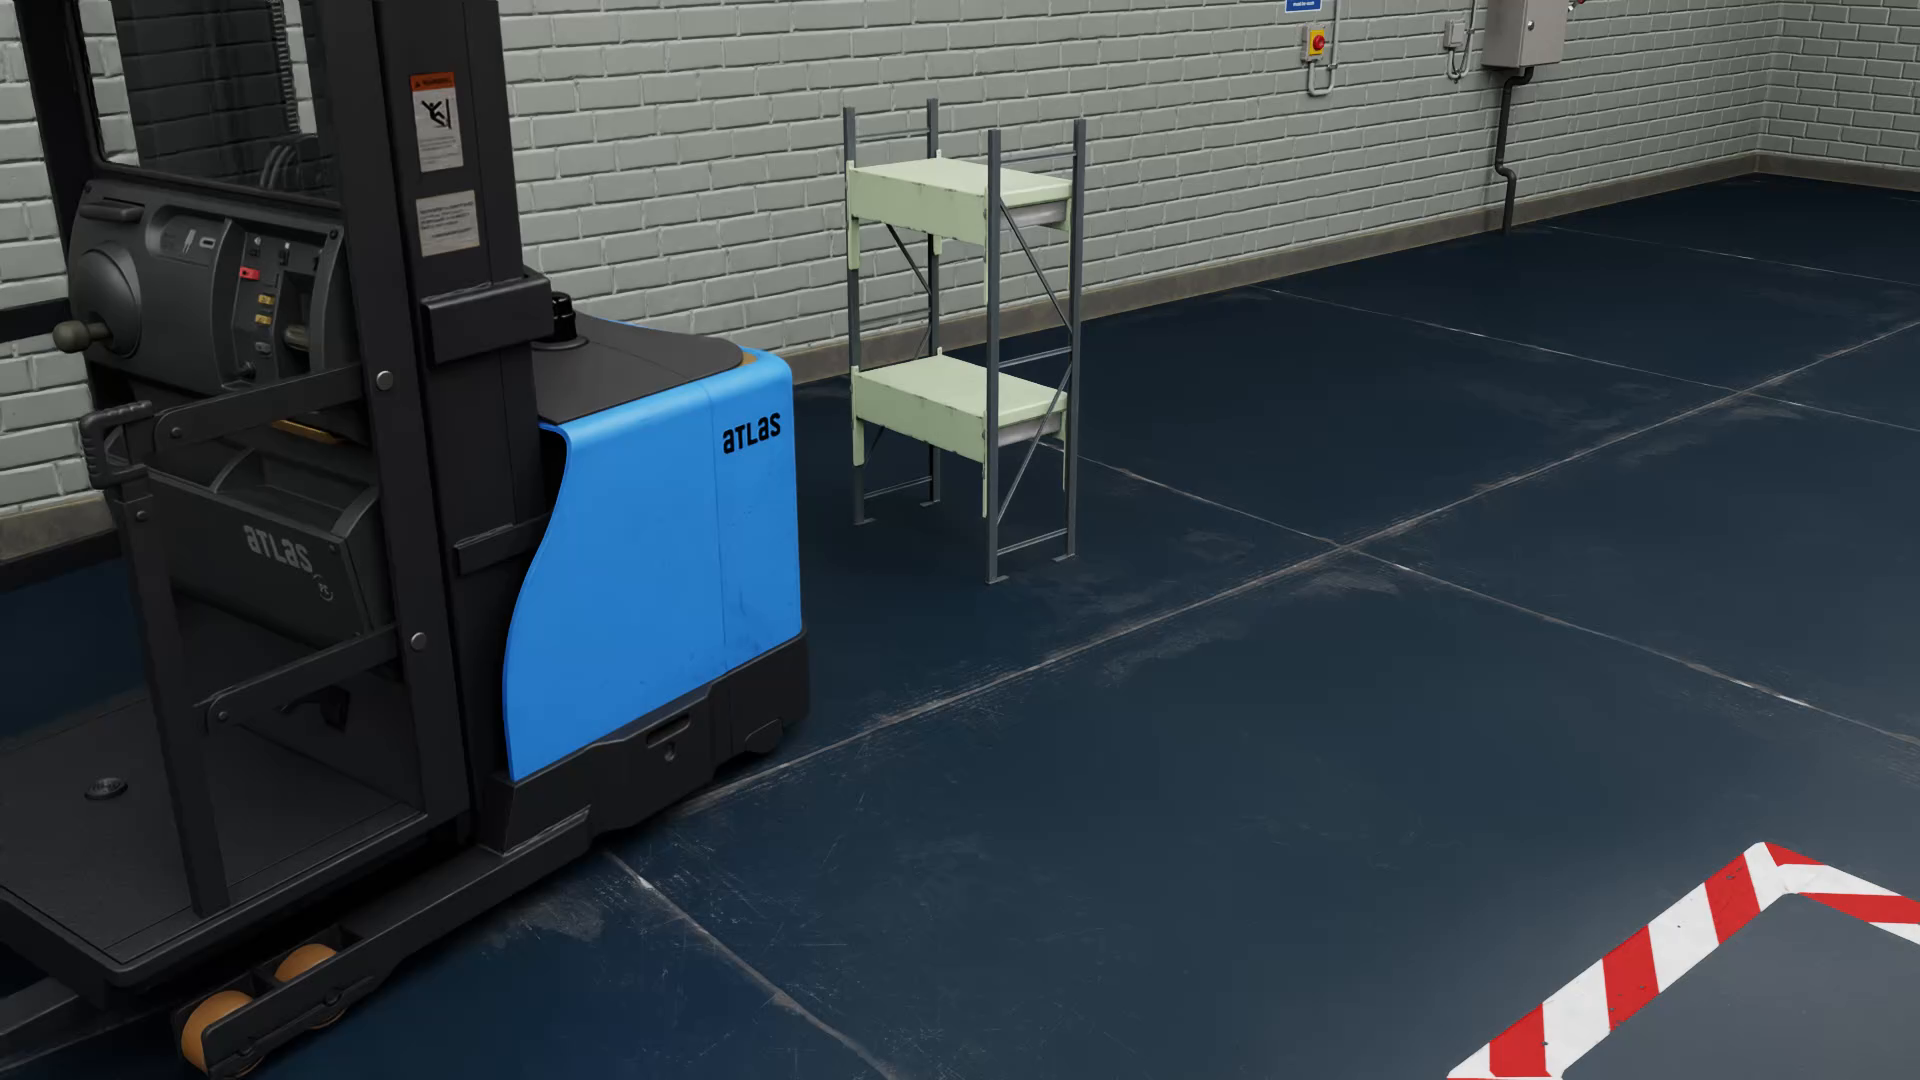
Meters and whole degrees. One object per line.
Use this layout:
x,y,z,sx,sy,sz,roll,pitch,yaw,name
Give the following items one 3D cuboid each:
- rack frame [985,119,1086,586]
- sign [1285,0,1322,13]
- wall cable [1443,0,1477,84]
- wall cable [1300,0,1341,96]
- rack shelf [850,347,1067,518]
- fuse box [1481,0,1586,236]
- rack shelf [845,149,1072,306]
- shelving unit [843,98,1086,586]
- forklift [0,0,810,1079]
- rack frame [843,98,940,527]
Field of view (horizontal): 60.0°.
0.243,-0.595,5.448,0.400,1.500,0.023,-17,27,-37,rack frame
1.967,-3.130,9.493,0.327,0.218,0.001,-17,27,-37,sign
3.111,-3.813,10.213,0.588,1.984,0.122,-17,27,-37,wall cable
2.044,-3.487,9.337,0.585,1.953,0.123,-17,27,-37,wall cable
0.004,-0.393,5.825,0.431,0.370,0.720,-17,27,-37,rack shelf
3.731,-2.859,10.937,0.539,1.711,0.414,-17,27,-37,fuse box
0.004,-1.060,5.563,0.431,0.370,0.720,-17,27,-37,rack shelf
0.004,-0.697,5.706,0.431,1.500,0.755,-17,27,-37,shelving unit
-1.681,-0.504,3.252,1.130,2.935,3.031,15,26,33,forklift
-0.235,-0.798,5.964,0.400,1.500,0.023,-17,27,-37,rack frame
